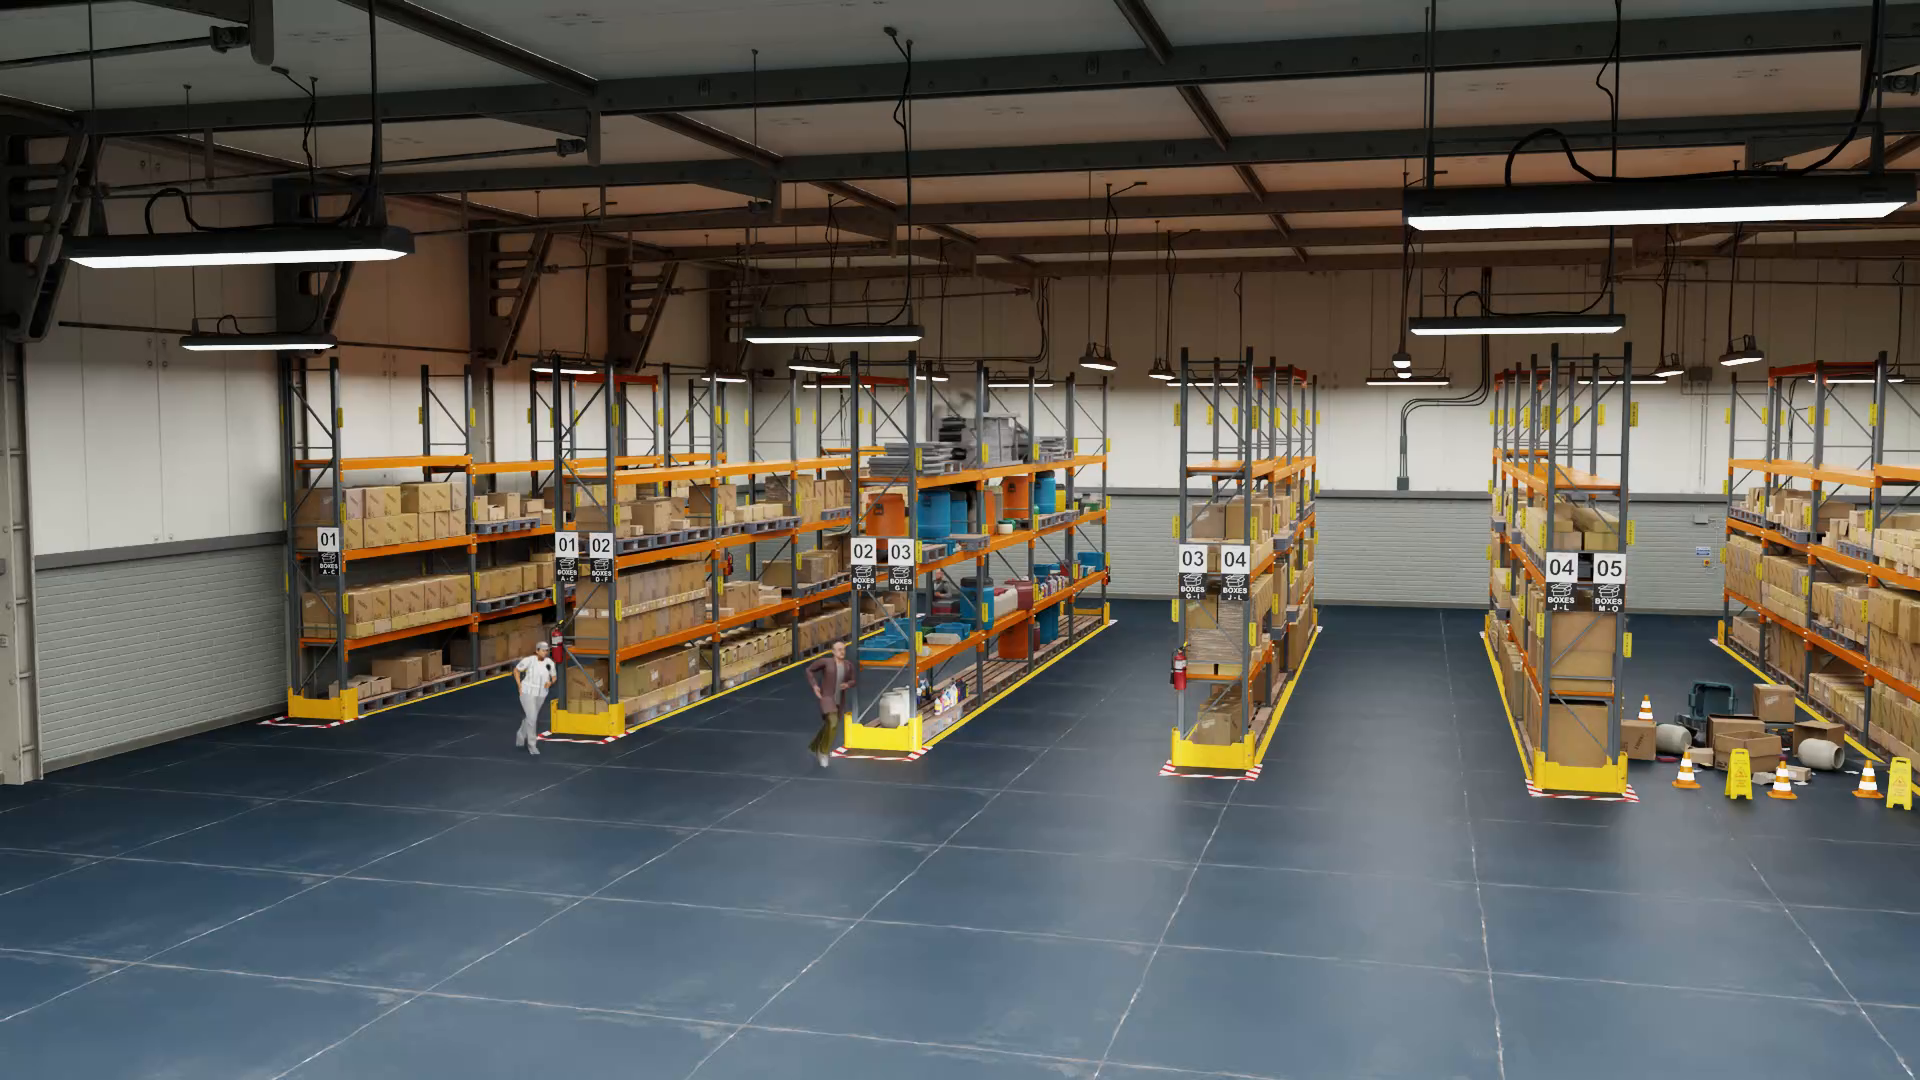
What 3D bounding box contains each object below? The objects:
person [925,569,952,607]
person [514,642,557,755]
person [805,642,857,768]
[{"bbox_3d":[-0.469,1.505,35.784,0.635,1.766,0.836,1,4,11],"label":"person"},{"bbox_3d":[-6.397,2.357,25.075,0.577,1.679,0.787,-4,6,-43],"label":"person"},{"bbox_3d":[-1.866,2.364,24.133,0.679,1.792,0.749,-3,5,-37],"label":"person"}]
